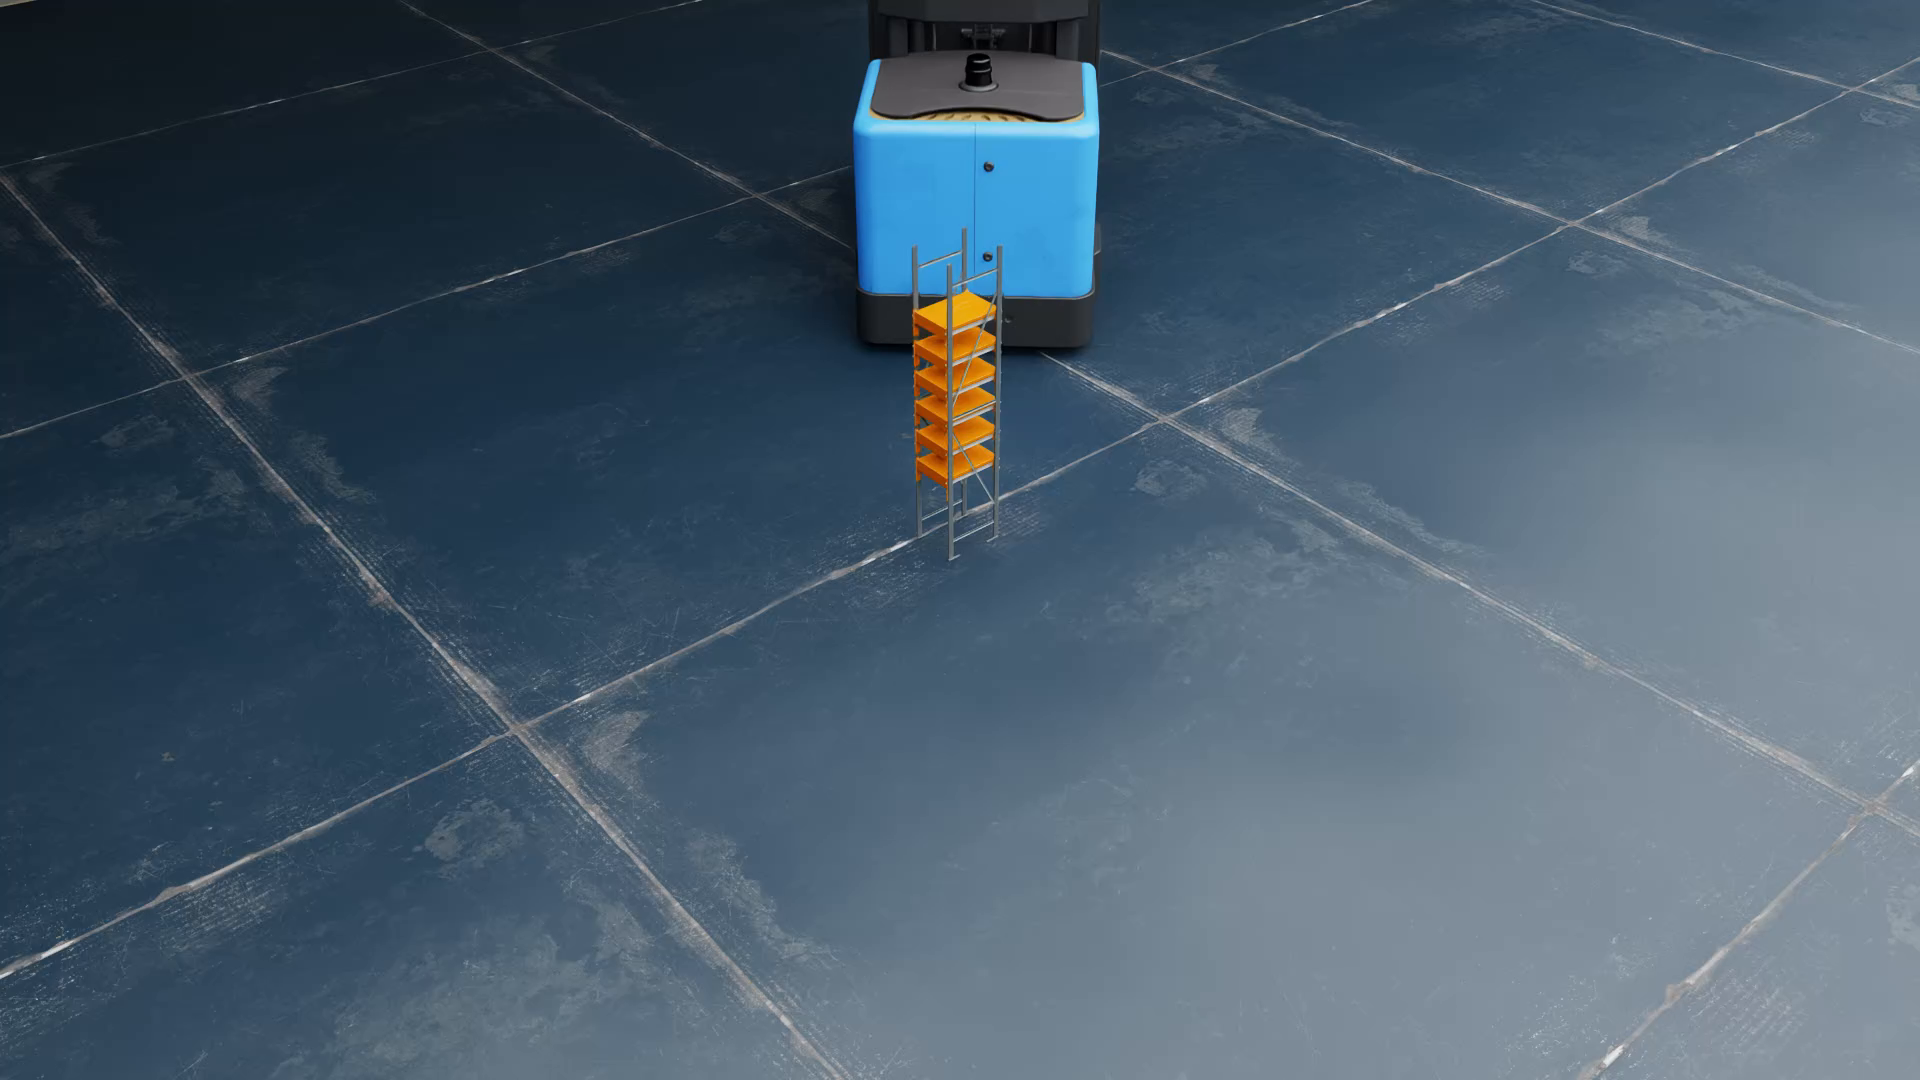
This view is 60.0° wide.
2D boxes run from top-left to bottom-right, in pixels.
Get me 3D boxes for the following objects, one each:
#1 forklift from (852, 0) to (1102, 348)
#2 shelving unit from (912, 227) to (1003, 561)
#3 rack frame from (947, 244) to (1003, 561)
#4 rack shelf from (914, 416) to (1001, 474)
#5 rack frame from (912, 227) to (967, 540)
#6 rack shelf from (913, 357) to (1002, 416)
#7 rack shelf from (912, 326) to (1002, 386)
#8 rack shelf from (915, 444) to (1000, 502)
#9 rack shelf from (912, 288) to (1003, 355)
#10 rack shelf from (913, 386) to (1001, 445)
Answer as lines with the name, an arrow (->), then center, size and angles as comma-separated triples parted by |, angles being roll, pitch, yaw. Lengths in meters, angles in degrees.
forklift -> 0.127, -2.869, 7.765 | 1.130, 2.935, 3.031 | 1, 35, 2
shelving unit -> -0.009, -0.496, 5.912 | 0.258, 1.200, 0.189 | -26, 43, -32
rack frame -> 0.050, -0.456, 5.855 | 0.240, 1.200, 0.006 | -26, 43, -32
rack shelf -> -0.009, -0.362, 6.007 | 0.258, 0.103, 0.180 | -26, 43, -32
rack frame -> -0.068, -0.536, 5.969 | 0.240, 1.200, 0.006 | -26, 43, -32
rack shelf -> -0.009, -0.558, 5.869 | 0.258, 0.103, 0.180 | -26, 43, -32
rack shelf -> -0.009, -0.656, 5.799 | 0.258, 0.103, 0.180 | -26, 43, -32
rack shelf -> -0.009, -0.264, 6.077 | 0.258, 0.103, 0.180 | -26, 43, -32
rack shelf -> -0.009, -0.754, 5.730 | 0.258, 0.103, 0.180 | -26, 43, -32
rack shelf -> -0.009, -0.460, 5.938 | 0.258, 0.103, 0.180 | -26, 43, -32
